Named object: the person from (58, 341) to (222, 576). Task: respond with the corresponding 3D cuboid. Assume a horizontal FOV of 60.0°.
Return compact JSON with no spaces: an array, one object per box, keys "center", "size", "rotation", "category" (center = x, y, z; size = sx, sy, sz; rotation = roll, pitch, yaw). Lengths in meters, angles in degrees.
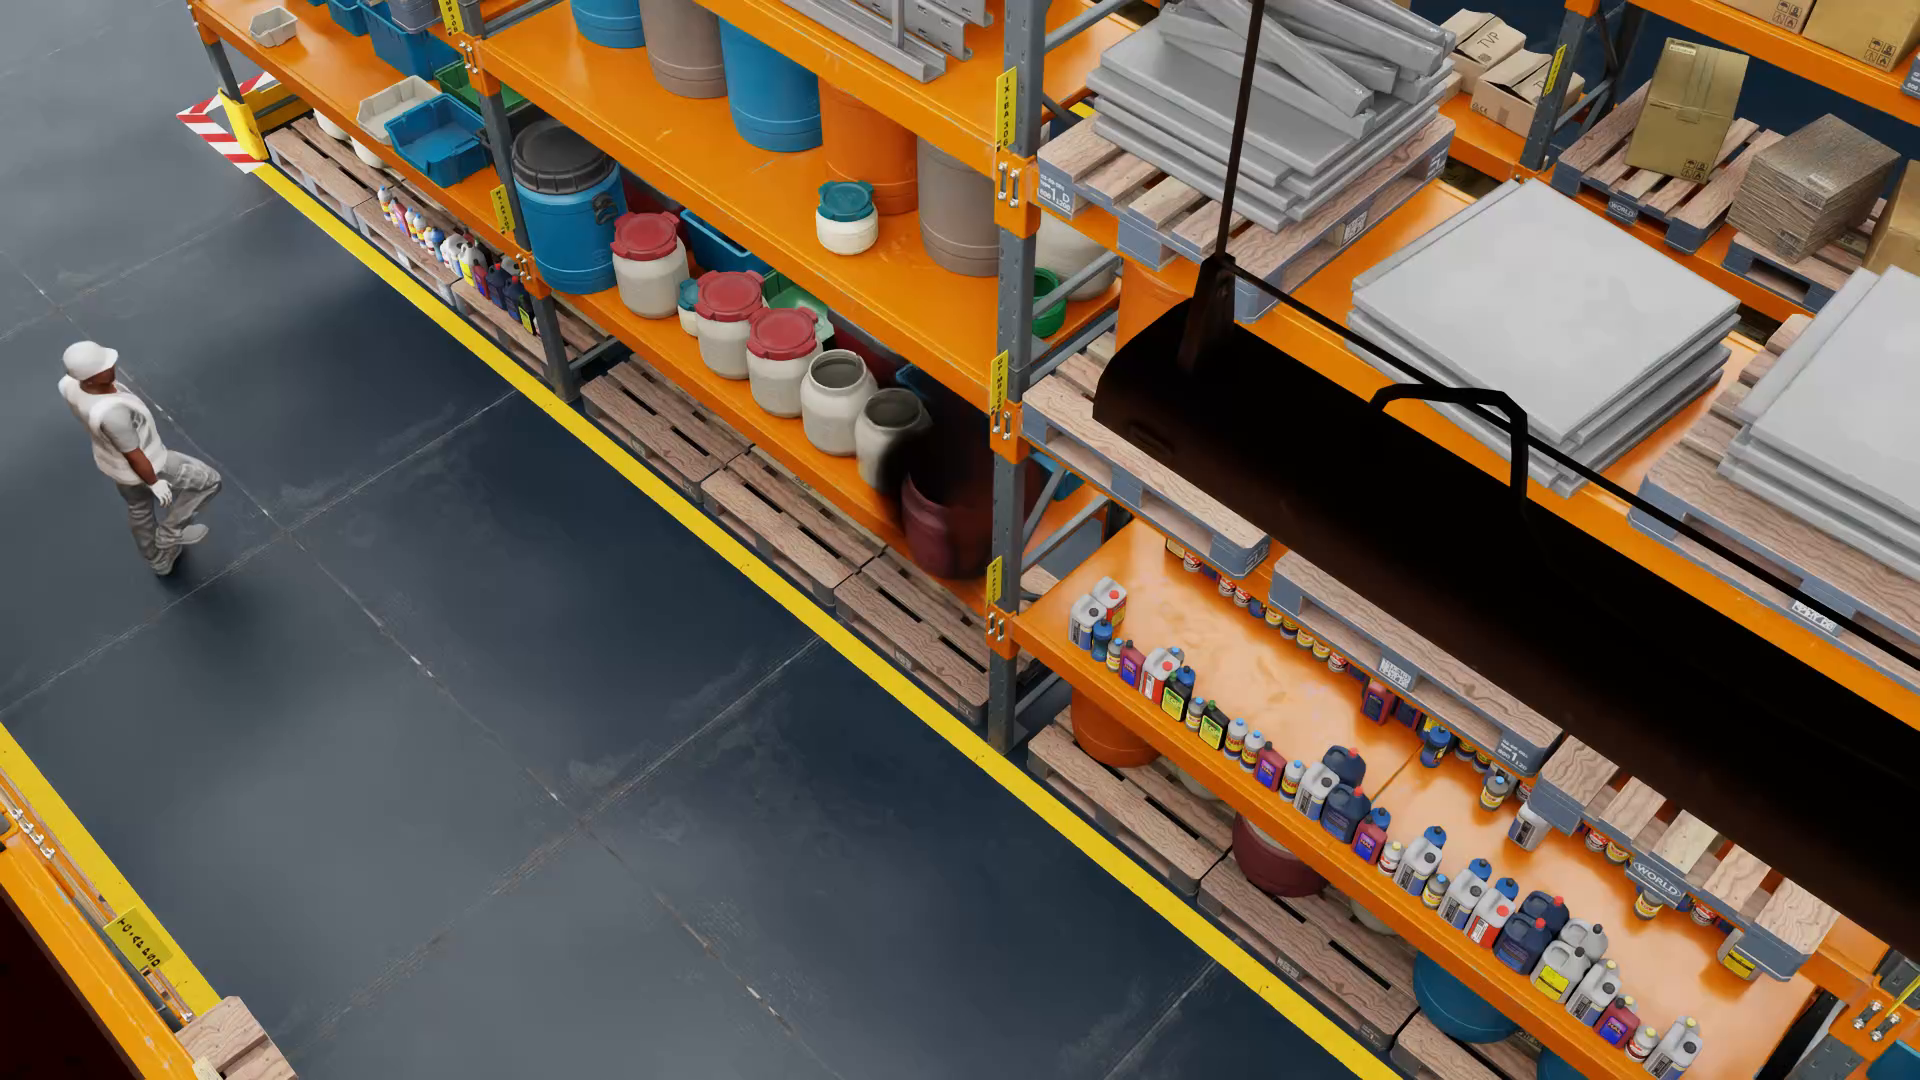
[{"center":[-4.764,-0.509,9.636],"size":[0.670,1.776,0.527],"rotation":[27,55,21],"category":"person"}]
